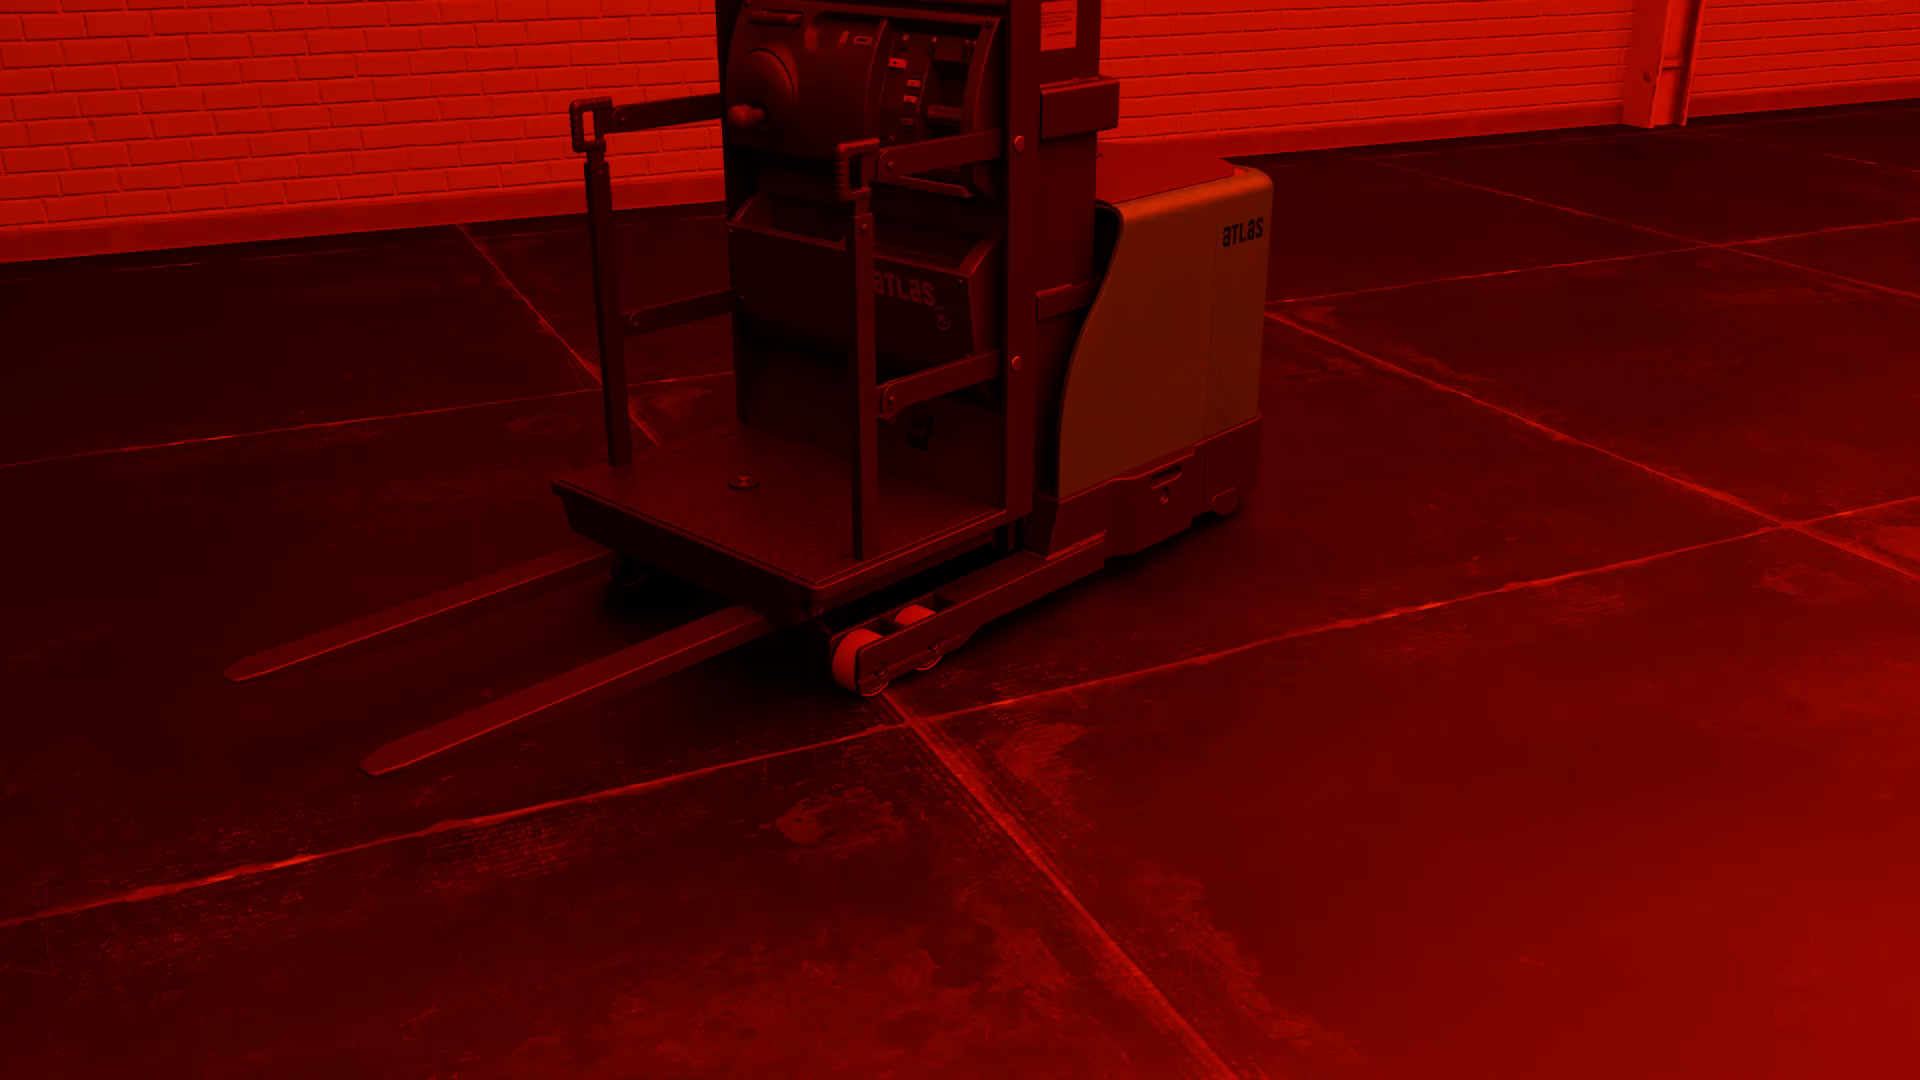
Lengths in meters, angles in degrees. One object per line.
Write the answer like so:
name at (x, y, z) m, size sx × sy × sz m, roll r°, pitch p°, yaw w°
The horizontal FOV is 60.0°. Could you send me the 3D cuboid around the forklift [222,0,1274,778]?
forklift at (-0.413, -1.182, 4.131) m, size 1.130 × 2.935 × 3.031 m, roll 19°, pitch 29°, yaw 39°
